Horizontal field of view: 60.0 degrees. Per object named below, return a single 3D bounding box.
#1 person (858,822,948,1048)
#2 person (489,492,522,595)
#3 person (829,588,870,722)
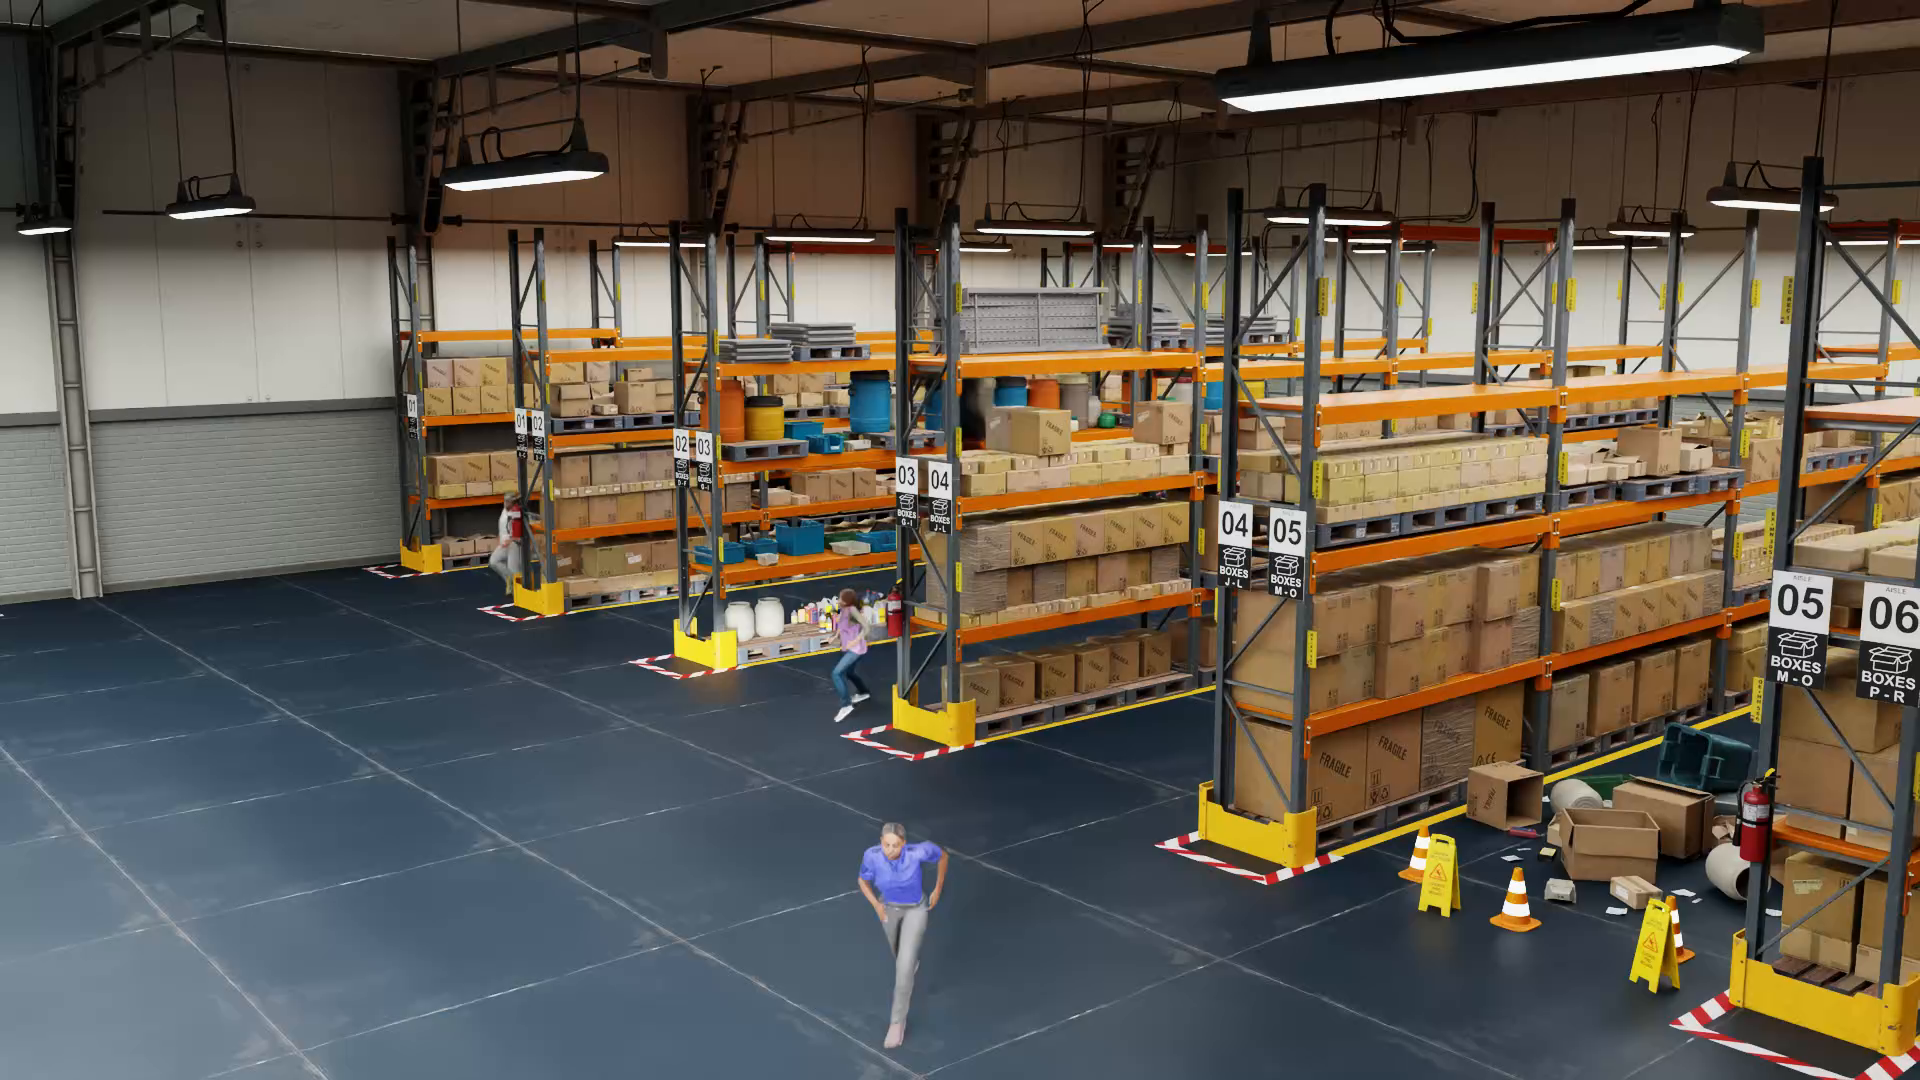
[{"bbox_3d":[-0.384,2.642,11.689,0.617,1.615,0.967,1,9,6],"label":"person"},{"bbox_3d":[-7.493,0.062,27.650,0.684,1.751,0.592,8,12,43],"label":"person"},{"bbox_3d":[-1.298,1.346,20.040,0.642,1.561,0.751,-4,10,-23],"label":"person"}]
